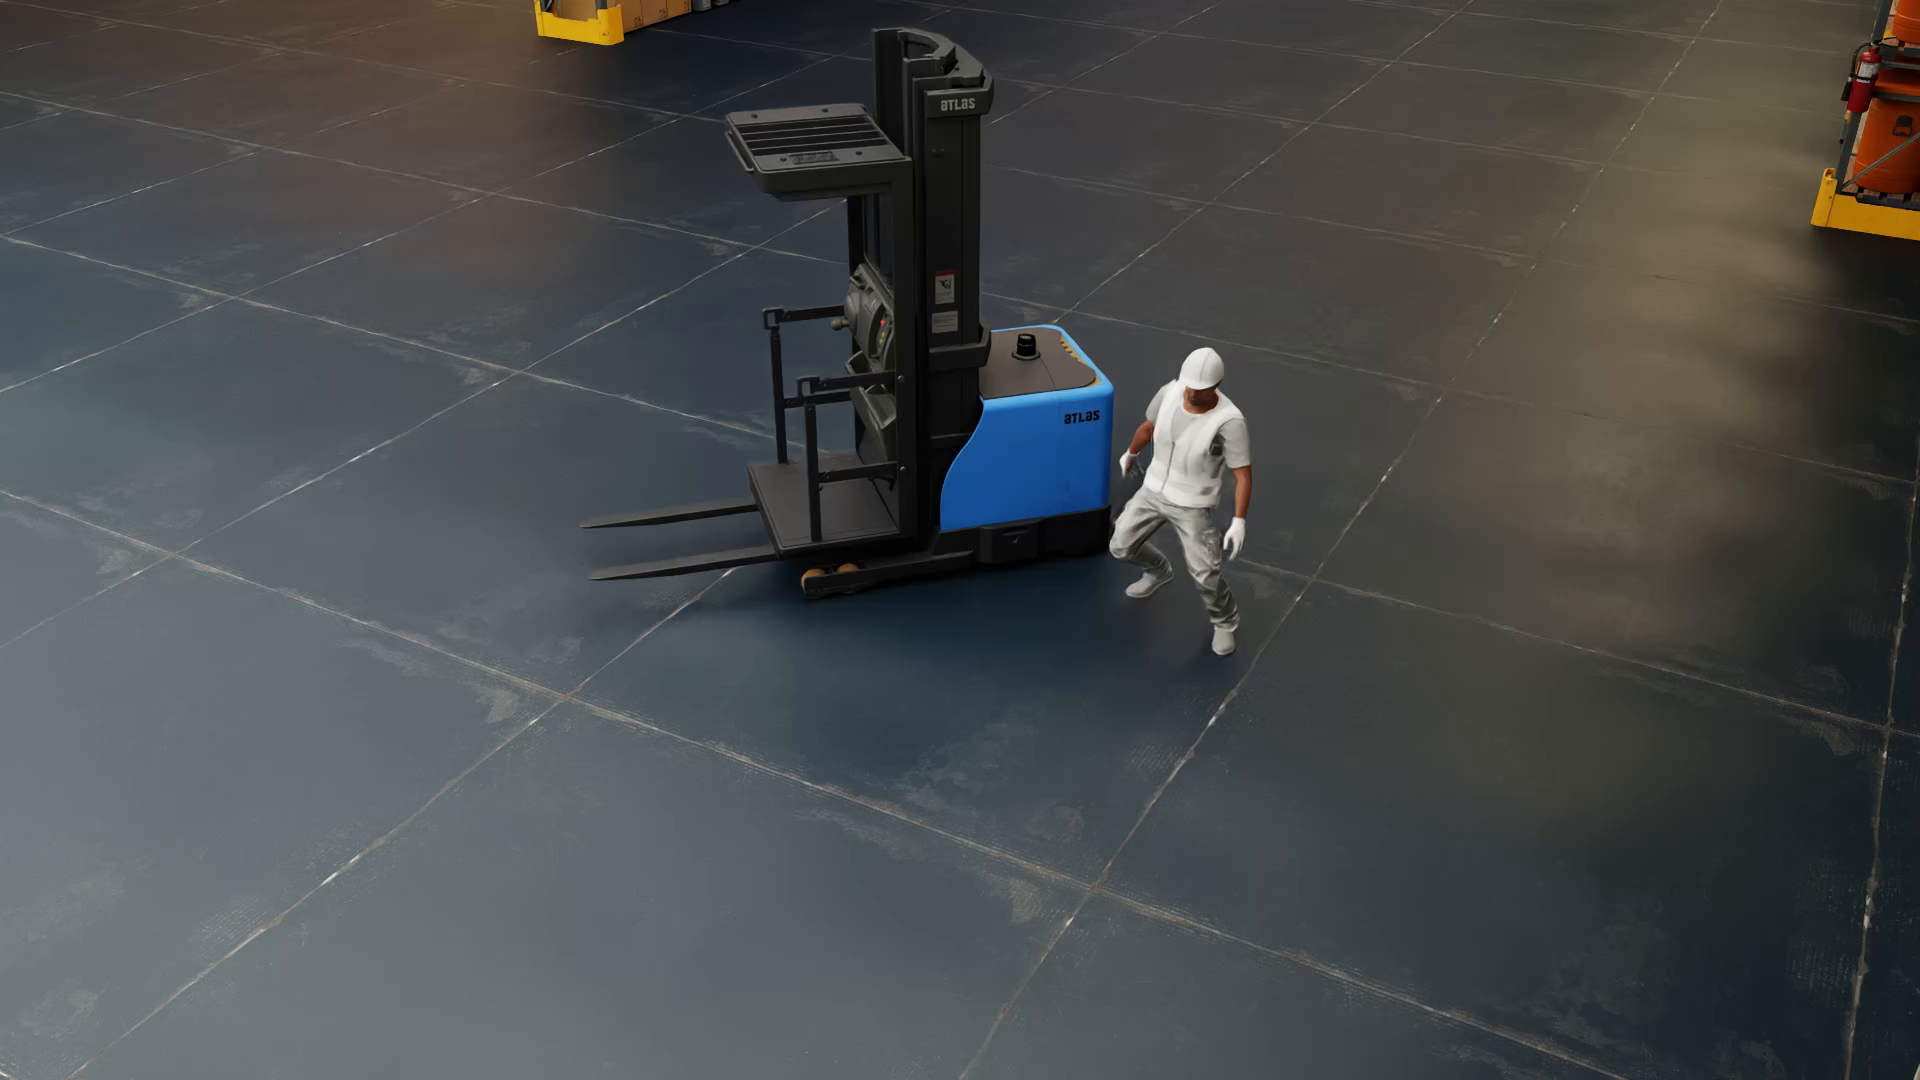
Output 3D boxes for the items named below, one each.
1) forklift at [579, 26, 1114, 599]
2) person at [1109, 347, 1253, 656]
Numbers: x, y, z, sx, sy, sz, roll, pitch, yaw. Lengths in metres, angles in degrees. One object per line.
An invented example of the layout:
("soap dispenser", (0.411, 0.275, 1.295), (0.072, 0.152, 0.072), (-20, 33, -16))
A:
("forklift", (-0.687, -1.232, 9.205), (3.031, 2.935, 1.130), (-8, 31, -14))
("person", (1.154, -0.255, 8.771), (0.481, 1.686, 0.953), (-24, 38, -35))
